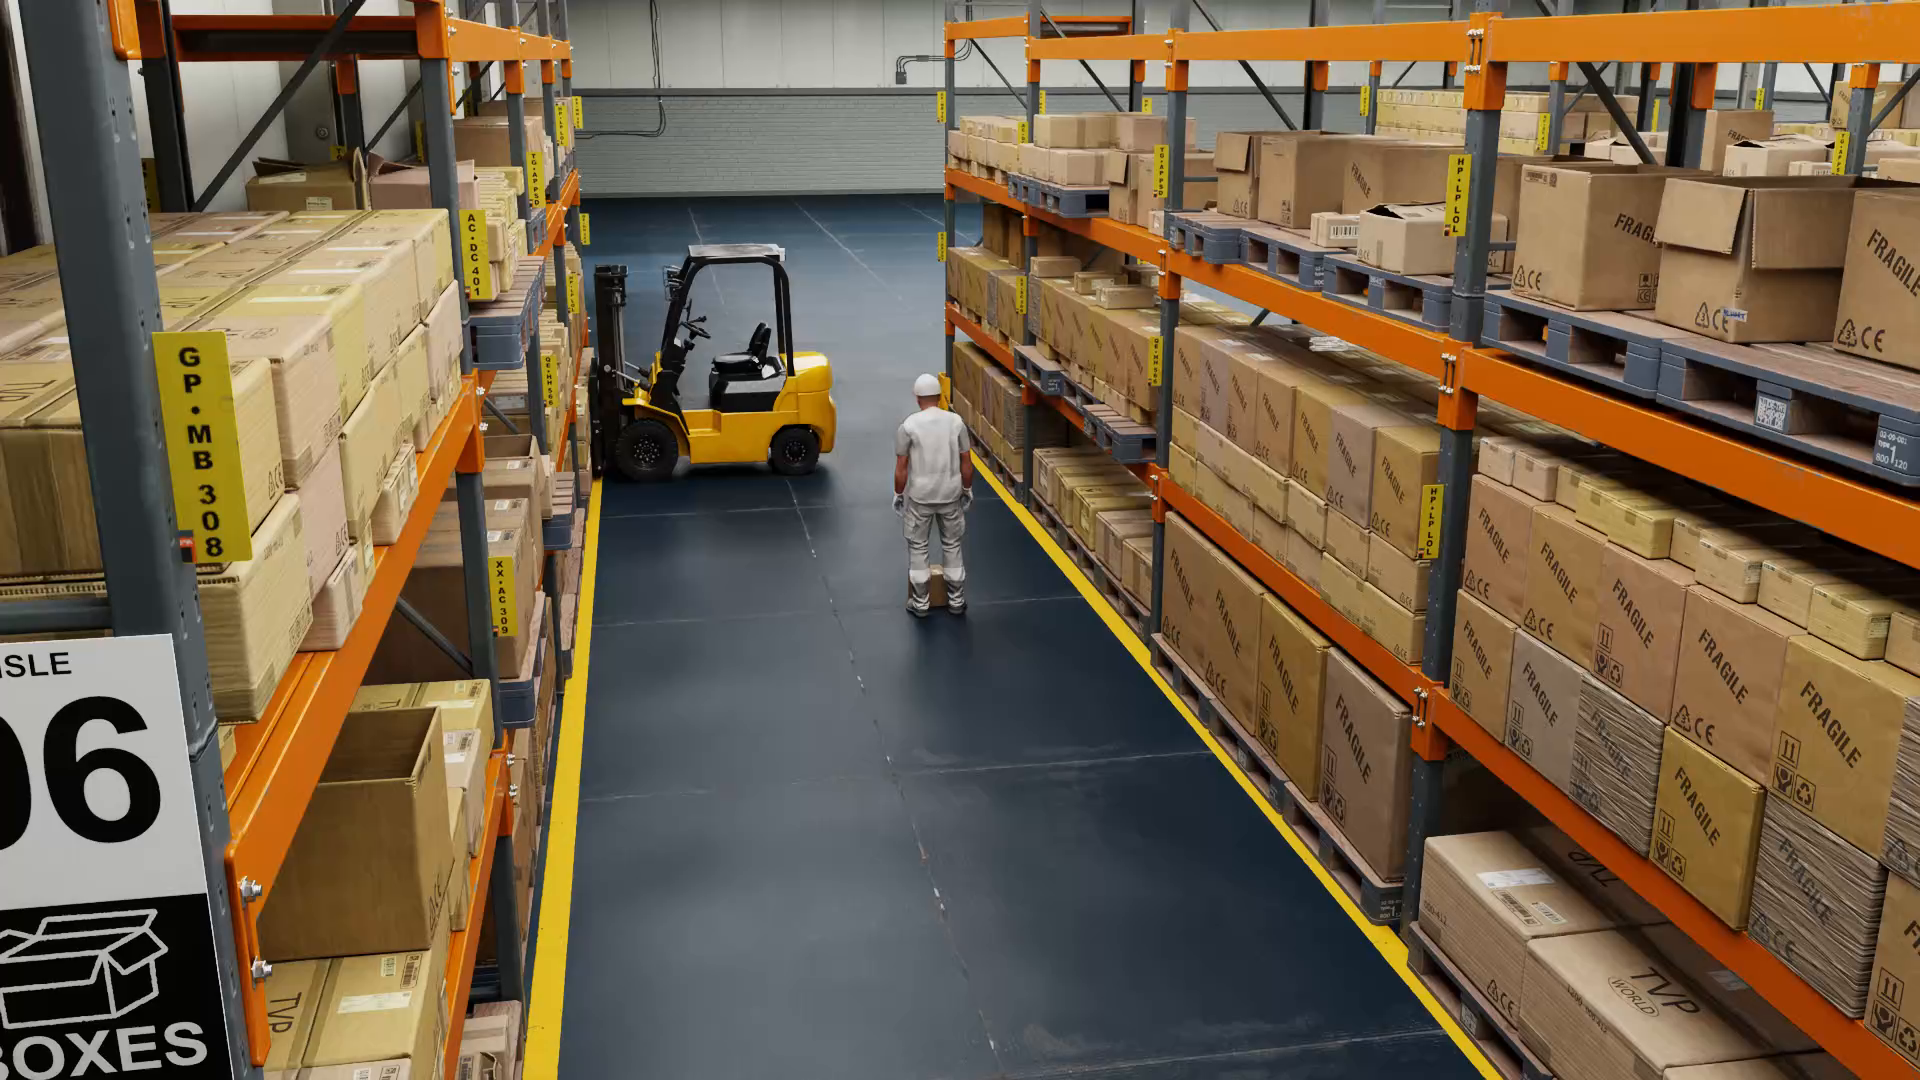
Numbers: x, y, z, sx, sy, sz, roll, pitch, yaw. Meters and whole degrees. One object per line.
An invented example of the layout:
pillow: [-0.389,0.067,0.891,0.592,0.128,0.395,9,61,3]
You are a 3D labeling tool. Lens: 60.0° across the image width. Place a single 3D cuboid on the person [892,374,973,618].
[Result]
person: [-0.195,-0.321,12.113,0.609,1.779,0.449,-4,17,-13]
